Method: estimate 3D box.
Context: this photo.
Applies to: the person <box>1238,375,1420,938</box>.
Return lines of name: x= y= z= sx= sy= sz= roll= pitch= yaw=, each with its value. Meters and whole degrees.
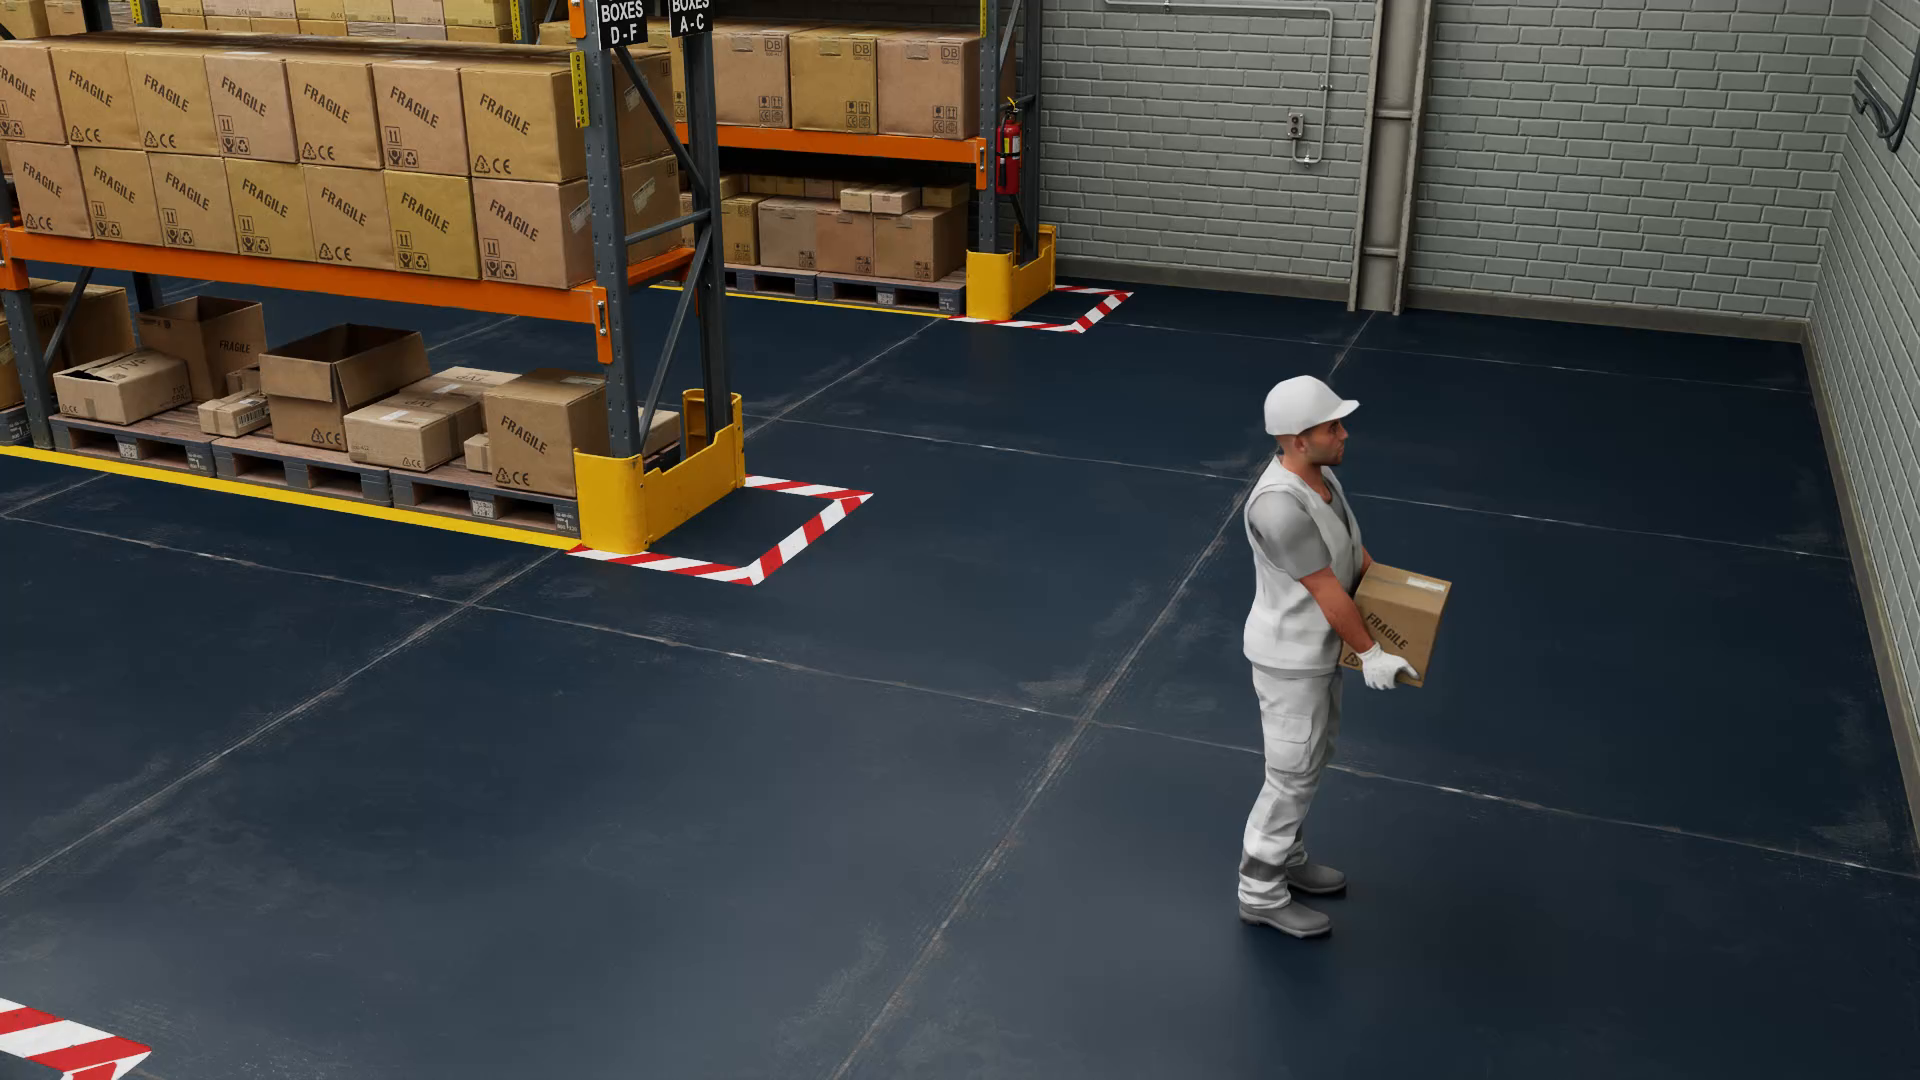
person: x=1.154 y=0.373 z=5.146 sx=0.558 sy=1.783 sz=0.494 roll=9 pitch=24 yaw=21
